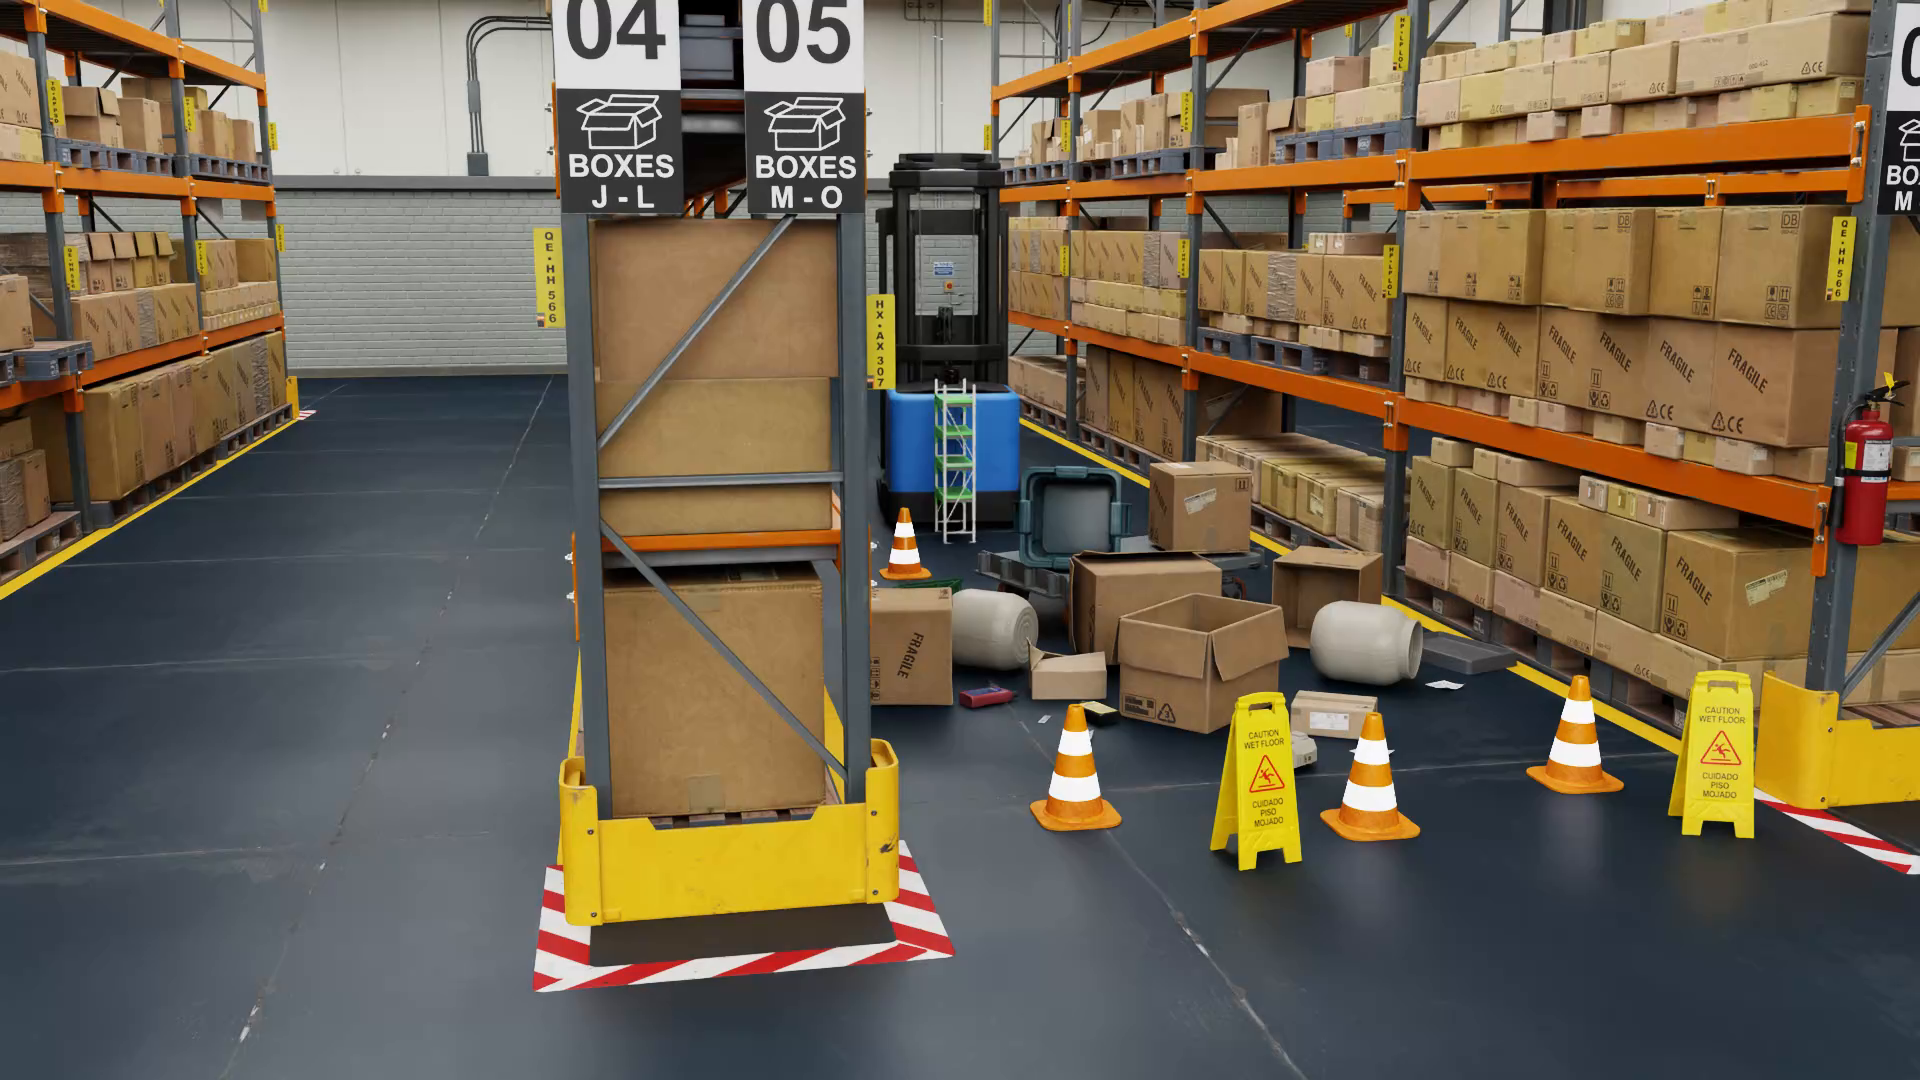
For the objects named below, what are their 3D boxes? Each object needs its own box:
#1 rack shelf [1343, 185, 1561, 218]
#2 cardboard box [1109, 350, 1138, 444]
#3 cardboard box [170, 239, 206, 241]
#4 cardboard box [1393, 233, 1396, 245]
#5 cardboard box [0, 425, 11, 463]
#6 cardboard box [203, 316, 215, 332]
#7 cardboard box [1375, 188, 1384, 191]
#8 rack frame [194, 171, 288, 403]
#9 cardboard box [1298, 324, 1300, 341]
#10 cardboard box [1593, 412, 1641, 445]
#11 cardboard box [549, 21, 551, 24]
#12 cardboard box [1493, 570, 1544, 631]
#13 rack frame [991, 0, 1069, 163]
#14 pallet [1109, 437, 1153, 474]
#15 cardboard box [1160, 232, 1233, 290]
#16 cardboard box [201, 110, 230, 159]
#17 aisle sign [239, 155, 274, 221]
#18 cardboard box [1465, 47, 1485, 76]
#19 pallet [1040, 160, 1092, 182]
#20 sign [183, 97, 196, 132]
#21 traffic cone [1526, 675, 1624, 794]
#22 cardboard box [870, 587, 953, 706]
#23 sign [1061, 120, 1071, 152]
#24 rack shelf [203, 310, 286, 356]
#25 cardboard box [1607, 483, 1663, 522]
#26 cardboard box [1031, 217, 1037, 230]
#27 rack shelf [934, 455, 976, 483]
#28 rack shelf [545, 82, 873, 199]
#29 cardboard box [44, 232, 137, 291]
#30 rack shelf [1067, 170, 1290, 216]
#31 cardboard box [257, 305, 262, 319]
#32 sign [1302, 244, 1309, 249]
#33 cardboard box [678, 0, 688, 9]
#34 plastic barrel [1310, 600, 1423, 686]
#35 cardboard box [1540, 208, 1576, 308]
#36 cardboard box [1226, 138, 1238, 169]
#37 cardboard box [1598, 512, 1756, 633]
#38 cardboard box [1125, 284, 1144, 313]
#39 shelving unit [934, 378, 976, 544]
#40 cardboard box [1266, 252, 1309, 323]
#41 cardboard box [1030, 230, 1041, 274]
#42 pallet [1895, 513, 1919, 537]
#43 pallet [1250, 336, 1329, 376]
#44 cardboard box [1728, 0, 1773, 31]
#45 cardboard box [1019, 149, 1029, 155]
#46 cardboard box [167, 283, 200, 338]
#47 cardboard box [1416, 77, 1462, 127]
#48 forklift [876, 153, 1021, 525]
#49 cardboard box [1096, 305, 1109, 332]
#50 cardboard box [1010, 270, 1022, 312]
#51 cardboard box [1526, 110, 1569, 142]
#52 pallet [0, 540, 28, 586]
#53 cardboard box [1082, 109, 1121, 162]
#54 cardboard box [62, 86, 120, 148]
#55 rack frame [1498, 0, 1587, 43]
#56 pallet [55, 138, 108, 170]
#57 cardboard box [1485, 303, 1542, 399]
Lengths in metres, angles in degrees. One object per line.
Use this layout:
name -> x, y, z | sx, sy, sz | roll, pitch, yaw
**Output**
rack shelf -> 6.162, -4.268, 20.999 | 1.077, 0.370, 4.000 | -2, 11, -11
cardboard box -> 2.065, -1.486, 17.042 | 0.875, 0.875, 0.875 | -2, 11, -9
cardboard box -> -8.784, -3.130, 18.717 | 0.500, 0.500, 0.500 | -2, 11, -13
cardboard box -> 3.182, -2.147, 12.035 | 0.380, 0.149, 0.250 | -1, 11, -8
cardboard box -> -6.987, -0.644, 11.559 | 0.500, 0.250, 0.500 | -1, 11, -5
cardboard box -> -7.769, -2.182, 16.812 | 0.380, 0.149, 0.250 | -2, 11, -11
cardboard box -> 5.664, -4.654, 21.773 | 0.380, 0.149, 0.250 | -2, 11, -10
rack frame -> -8.816, -2.973, 20.294 | 1.000, 3.000, 0.127 | -2, 11, -11
cardboard box -> 2.733, -1.539, 12.311 | 0.380, 0.149, 0.250 | -3, 11, -13
cardboard box -> 3.417, -0.568, 8.332 | 0.380, 0.149, 0.250 | -2, 11, -12
cardboard box -> -1.265, -1.901, 5.920 | 0.380, 0.149, 0.250 | -2, 11, -11
cardboard box -> 3.309, 0.325, 9.199 | 0.500, 0.250, 0.500 | -2, 11, -12
rack frame -> 0.905, -6.281, 21.627 | 1.000, 3.000, 0.127 | -2, 11, -11
pallet -> 2.147, -0.867, 16.687 | 1.003, 0.211, 1.213 | -2, 11, -11
cardboard box -> 2.103, -2.492, 14.824 | 0.500, 0.500, 0.500 | -2, 11, -13
cardboard box -> -8.312, -4.359, 17.894 | 0.700, 0.500, 0.500 | -2, 11, -9
aisle sign -> -8.536, -4.274, 20.178 | 0.394, 0.787, 0.004 | -2, 11, -11
cardboard box -> 3.101, -2.709, 9.426 | 0.380, 0.149, 0.250 | -2, 11, -13
pallet -> 1.534, -4.180, 18.852 | 1.003, 0.211, 1.213 | -2, 11, -11
sign -> -7.508, -4.143, 16.195 | 0.100, 0.325, 0.005 | -2, 11, -11
traffic cone -> 2.668, 0.815, 7.175 | 0.336, 0.463, 0.334 | -2, 11, -11
cardboard box -> -0.289, 0.540, 8.515 | 0.500, 0.500, 0.500 | 0, 11, -1
sign -> 1.139, -4.346, 17.890 | 0.100, 0.325, 0.005 | -2, 11, -11
rack shelf -> -8.427, -2.253, 18.435 | 1.077, 0.370, 4.000 | -2, 11, -11
cardboard box -> 3.422, -0.190, 8.163 | 0.380, 0.149, 0.250 | -2, 11, -10
cardboard box -> 1.061, -3.785, 19.884 | 0.380, 0.149, 0.250 | -2, 11, -11
rack shelf -> -0.039, -0.545, 12.694 | 0.258, 0.148, 0.480 | -2, 11, -8
rack shelf -> -1.208, -1.687, 7.441 | 1.077, 0.370, 4.000 | -2, 11, -11
cardboard box -> -7.647, -2.425, 14.464 | 0.797, 0.503, 0.637 | -2, 11, -9
rack shelf -> 2.072, -3.353, 16.193 | 1.077, 0.370, 4.000 | -2, 11, -11
cardboard box -> -8.224, -2.609, 19.054 | 0.380, 0.149, 0.250 | -2, 11, -12
sign -> 2.991, -2.418, 14.491 | 0.100, 0.325, 0.005 | -2, 11, -11
cardboard box -> -1.285, -2.173, 6.285 | 0.500, 0.250, 0.500 | -2, 11, -11
plastic barrel -> 2.130, 0.543, 8.712 | 0.512, 0.421, 0.421 | 6, 12, 28
cardboard box -> 3.451, -1.451, 8.558 | 0.700, 0.500, 0.500 | -2, 11, -11
cardboard box -> 2.405, -3.163, 13.629 | 0.396, 0.266, 0.258 | -2, 11, -11
cardboard box -> 3.500, 0.144, 8.142 | 0.500, 0.500, 0.500 | -2, 11, -9
cardboard box -> 1.894, -2.305, 15.847 | 0.500, 0.250, 0.500 | -2, 11, -12
shelving unit -> -0.039, -0.608, 12.682 | 0.258, 1.200, 0.503 | -2, 11, -8
cardboard box -> 2.629, -1.892, 12.430 | 0.500, 0.500, 0.500 | -3, 11, -13
cardboard box -> 1.121, -3.403, 19.612 | 0.500, 0.500, 0.500 | -2, 11, -10
pallet -> 7.925, -0.078, 12.540 | 1.003, 0.211, 1.213 | -2, 11, -11
pallet -> 2.886, -1.410, 12.597 | 1.003, 0.211, 1.213 | -2, 11, -11
cardboard box -> 3.581, -2.287, 7.206 | 0.380, 0.149, 0.250 | -2, 11, -12
cardboard box -> 1.080, -4.909, 21.456 | 0.500, 0.250, 0.500 | -3, 11, -16
cardboard box -> -7.679, -2.213, 16.032 | 0.500, 0.500, 0.500 | -2, 11, -11
cardboard box -> 3.056, -2.588, 9.854 | 0.500, 0.250, 0.500 | -2, 11, -12
forklift -> -0.157, -1.792, 14.273 | 1.130, 2.935, 3.031 | -1, 11, -5
cardboard box -> 1.695, -2.246, 16.878 | 0.500, 0.250, 0.500 | -2, 11, -11
cardboard box -> 0.923, -3.098, 20.685 | 0.500, 0.500, 0.500 | -2, 11, -11
cardboard box -> 3.223, -2.177, 8.761 | 0.380, 0.149, 0.250 | -2, 11, -12
pallet -> -6.876, 0.231, 10.920 | 1.003, 0.211, 1.213 | -2, 11, -11
cardboard box -> 1.570, -4.157, 17.100 | 0.500, 0.500, 0.500 | -2, 11, -12
cardboard box -> -7.678, -3.610, 14.221 | 0.797, 0.503, 0.637 | -2, 11, -12
rack frame -> 6.551, -5.728, 18.725 | 1.000, 3.000, 0.127 | -2, 11, -11
pallet -> -7.437, -3.003, 12.933 | 1.213, 0.211, 1.003 | -2, 11, -8
cardboard box -> 3.256, -1.053, 9.145 | 0.500, 0.500, 0.500 | -2, 11, -11
